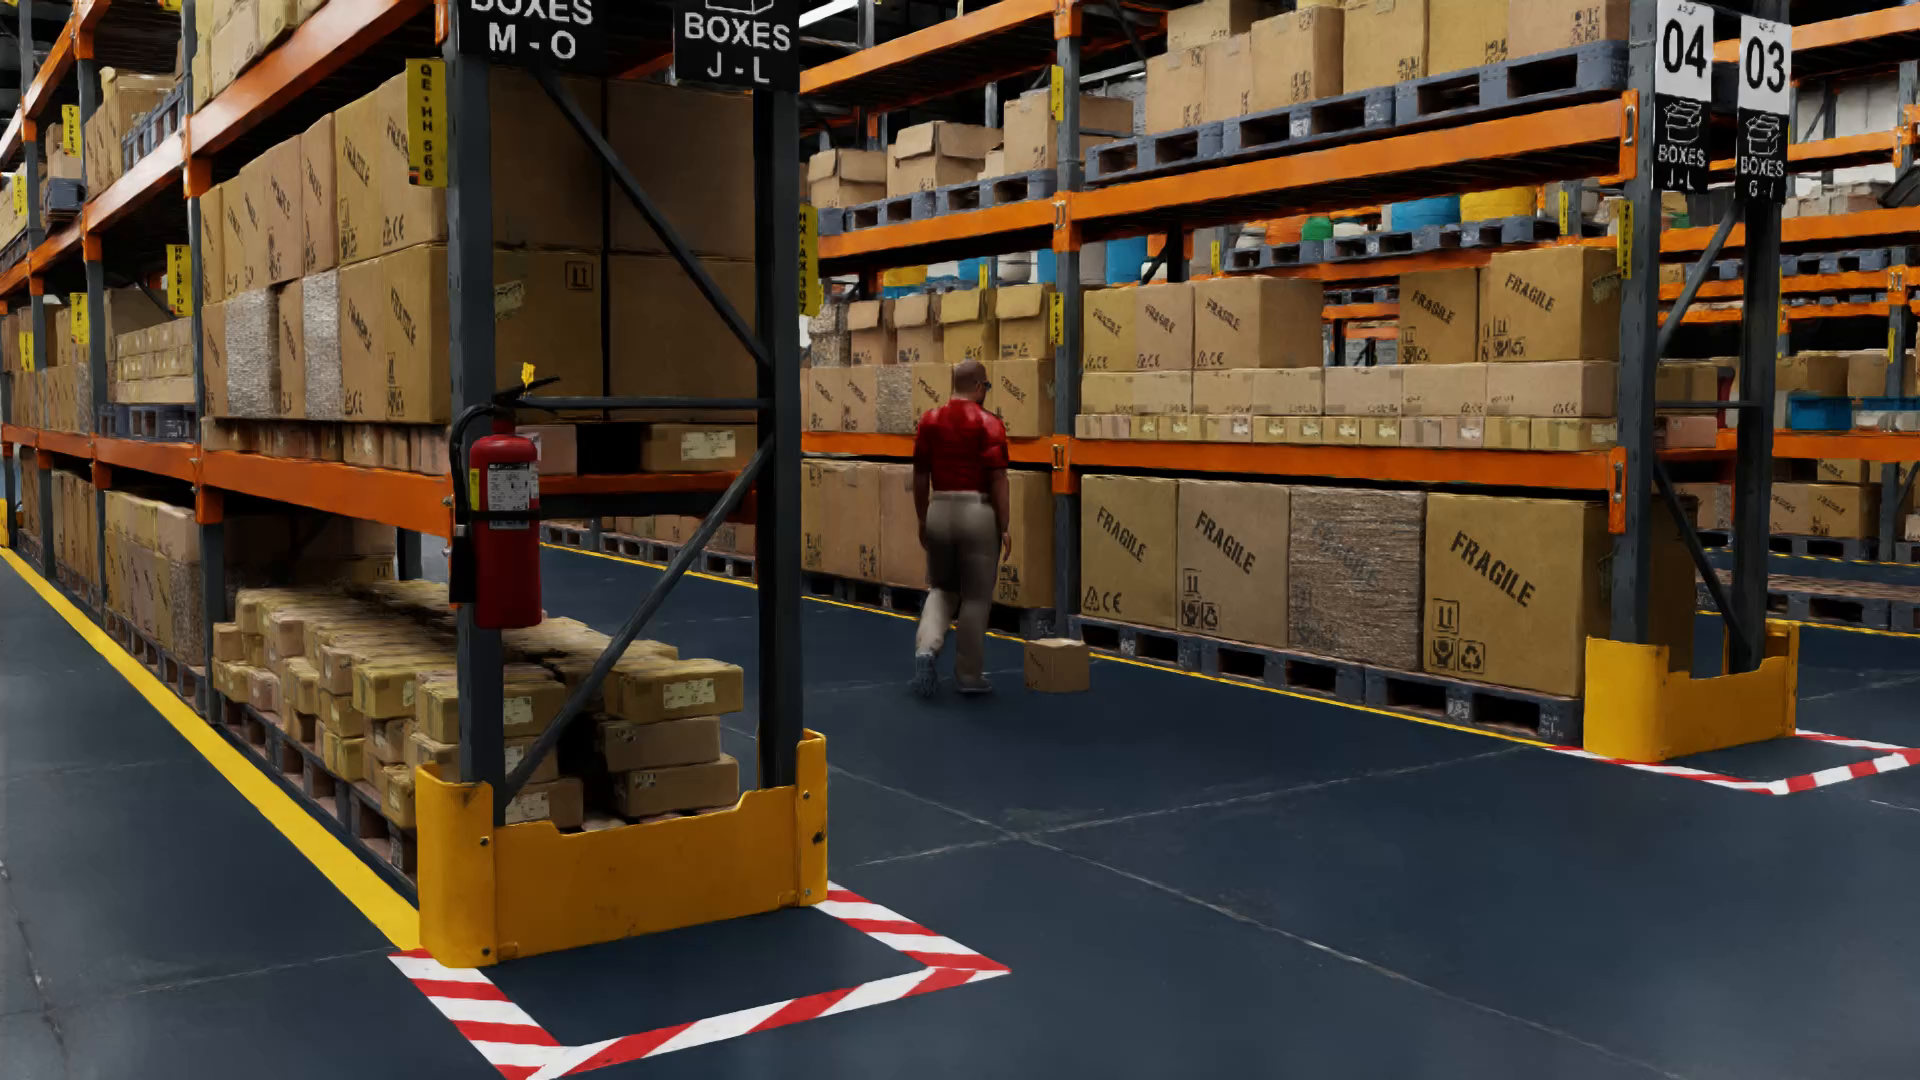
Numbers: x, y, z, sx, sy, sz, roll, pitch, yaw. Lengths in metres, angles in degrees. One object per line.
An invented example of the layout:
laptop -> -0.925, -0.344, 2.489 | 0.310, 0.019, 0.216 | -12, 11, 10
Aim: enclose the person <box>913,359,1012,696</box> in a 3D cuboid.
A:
person -> -0.001, -0.058, 8.536 | 0.577, 1.734, 0.564 | 3, 5, 29
